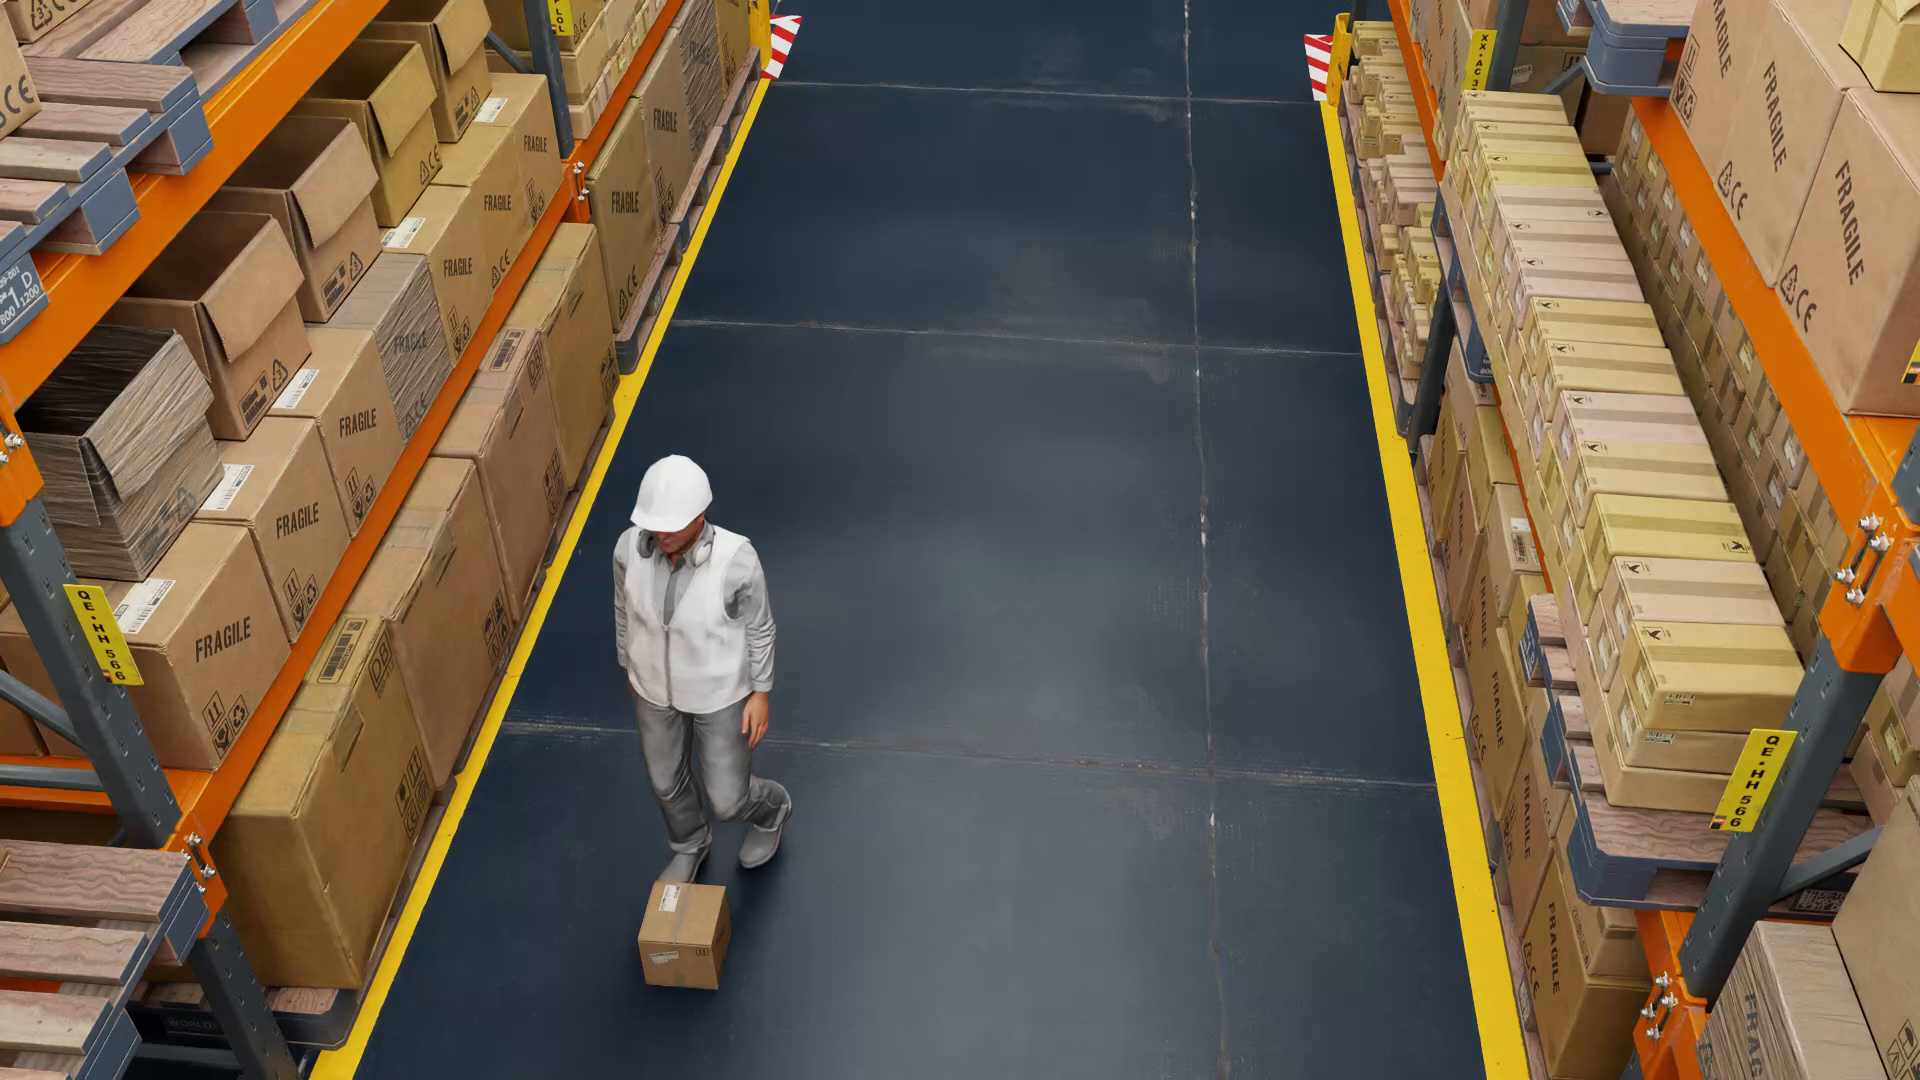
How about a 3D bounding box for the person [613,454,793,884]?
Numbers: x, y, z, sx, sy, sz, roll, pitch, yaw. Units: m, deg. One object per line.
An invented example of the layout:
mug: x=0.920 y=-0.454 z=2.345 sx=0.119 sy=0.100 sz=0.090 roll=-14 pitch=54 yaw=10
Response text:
person: x=-0.905 y=0.495 z=5.551 sx=0.554 sy=1.760 sz=0.485 roll=10 pitch=41 yaw=12
